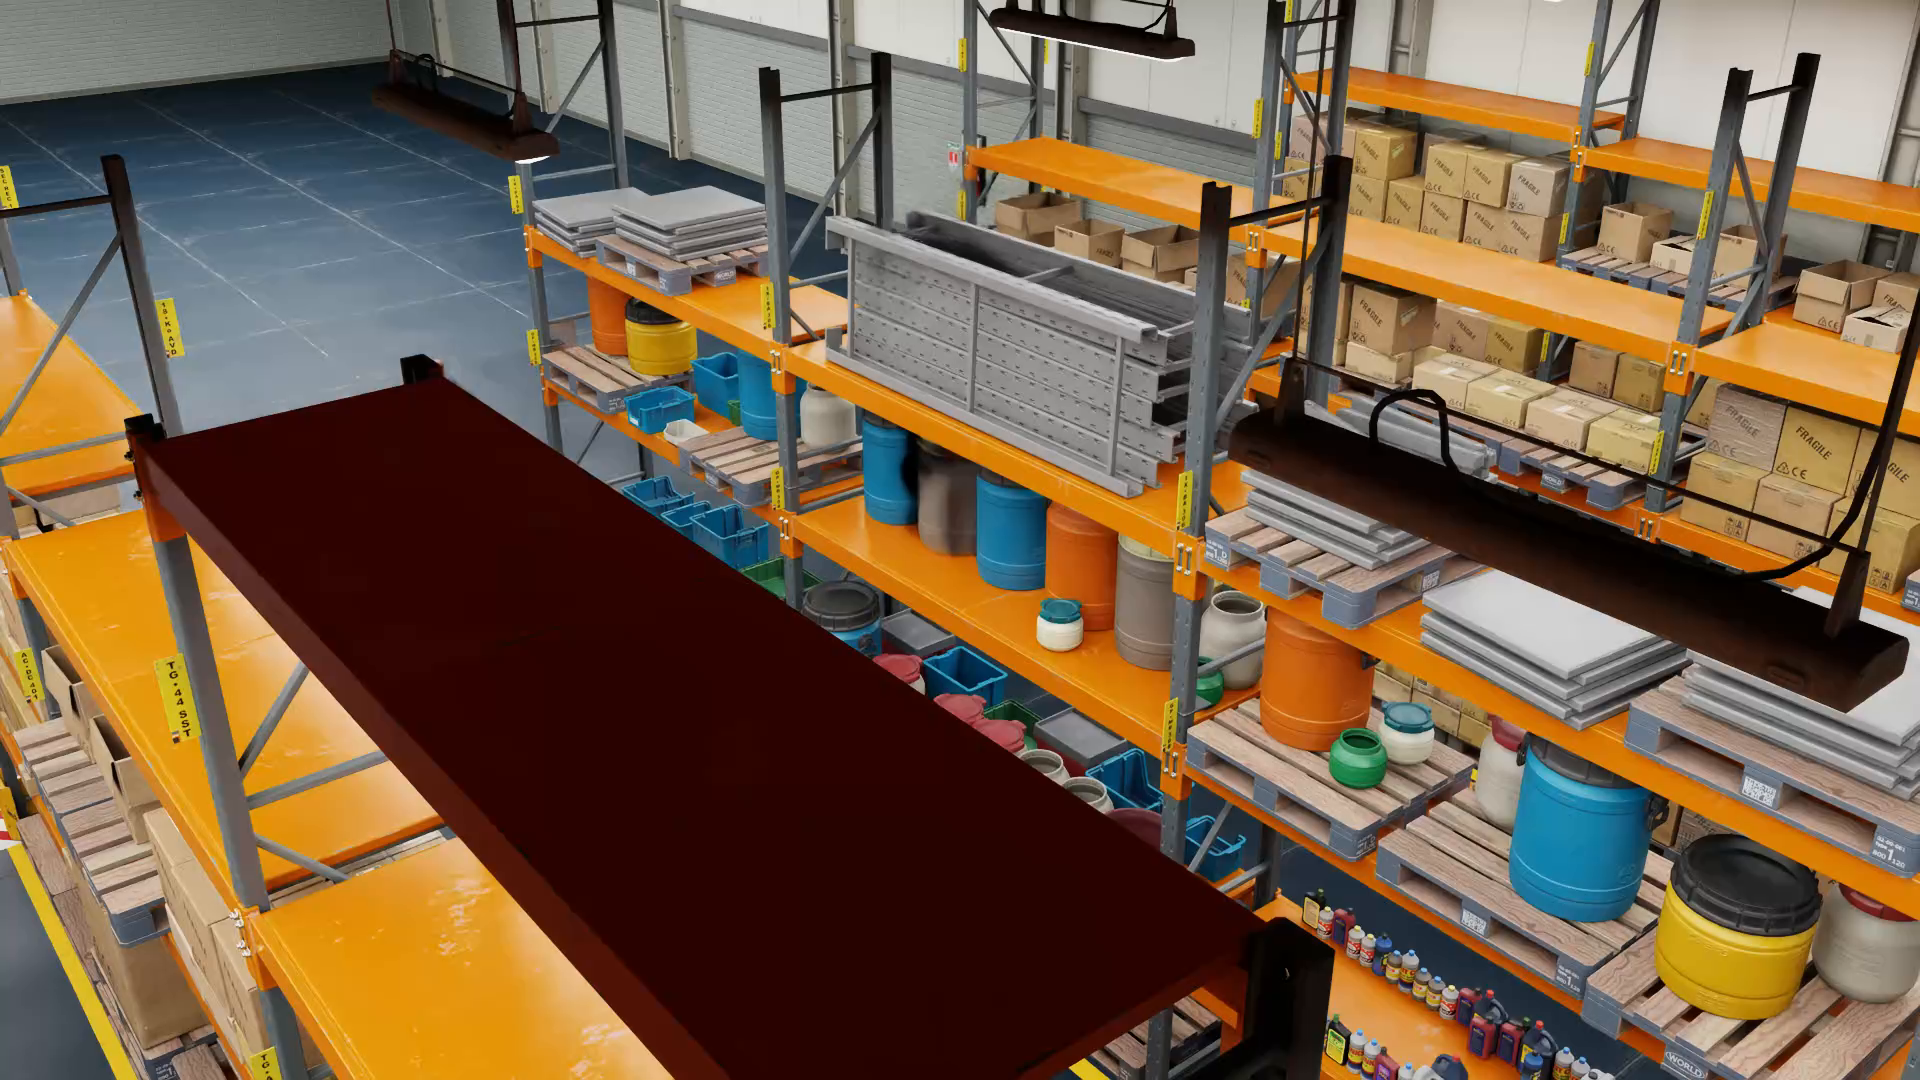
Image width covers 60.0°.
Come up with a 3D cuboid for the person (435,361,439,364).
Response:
[{"bbox_3d":[-5.904,-1.222,18.830,0.896,1.698,0.668,-6,27,-12],"label":"person"}]
